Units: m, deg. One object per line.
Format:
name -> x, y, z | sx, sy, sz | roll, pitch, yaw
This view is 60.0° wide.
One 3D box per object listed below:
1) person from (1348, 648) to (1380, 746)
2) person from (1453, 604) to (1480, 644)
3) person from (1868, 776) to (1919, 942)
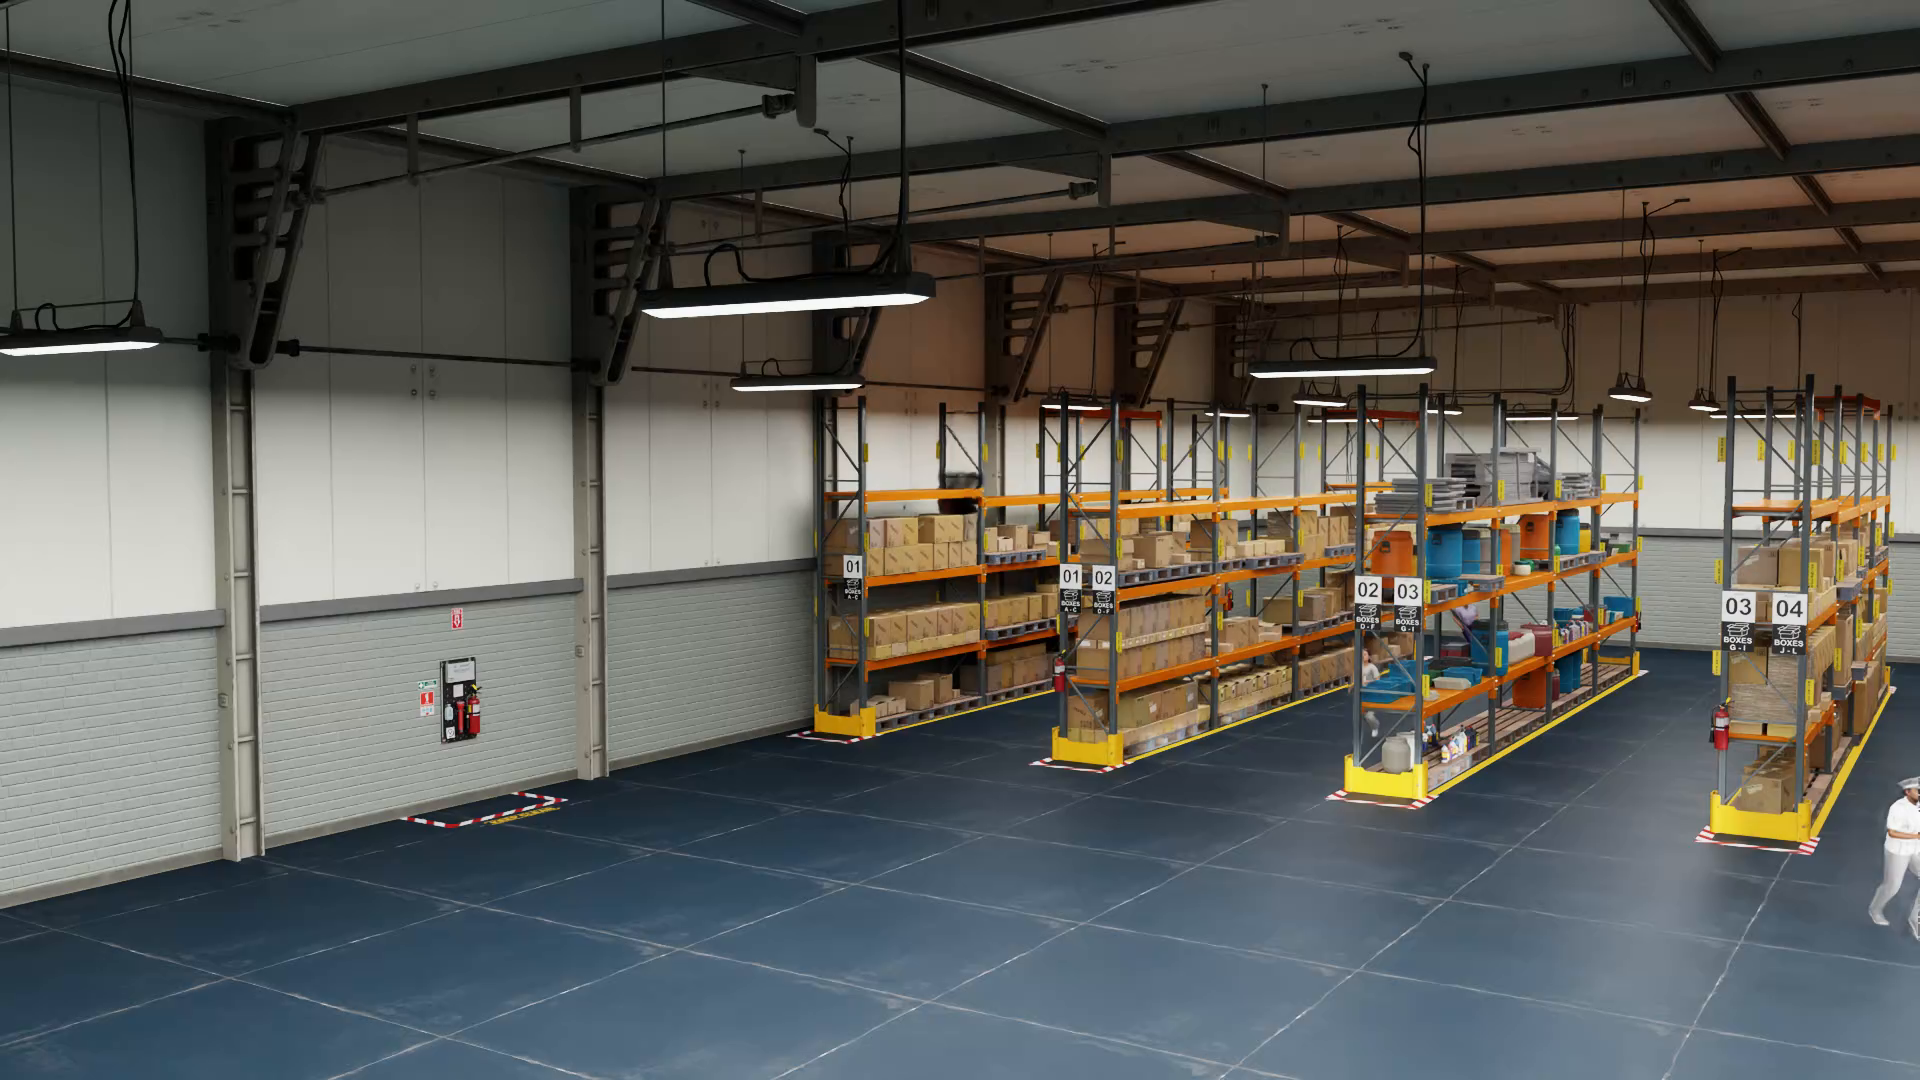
person -> 6.937, 2.676, 28.547 | 0.577, 1.642, 0.875 | 2, 4, 36
person -> 12.146, 2.148, 39.779 | 0.665, 1.579, 0.777 | 0, 3, -4
person -> 9.772, 3.262, 17.215 | 0.599, 1.720, 0.830 | -1, 3, -16
